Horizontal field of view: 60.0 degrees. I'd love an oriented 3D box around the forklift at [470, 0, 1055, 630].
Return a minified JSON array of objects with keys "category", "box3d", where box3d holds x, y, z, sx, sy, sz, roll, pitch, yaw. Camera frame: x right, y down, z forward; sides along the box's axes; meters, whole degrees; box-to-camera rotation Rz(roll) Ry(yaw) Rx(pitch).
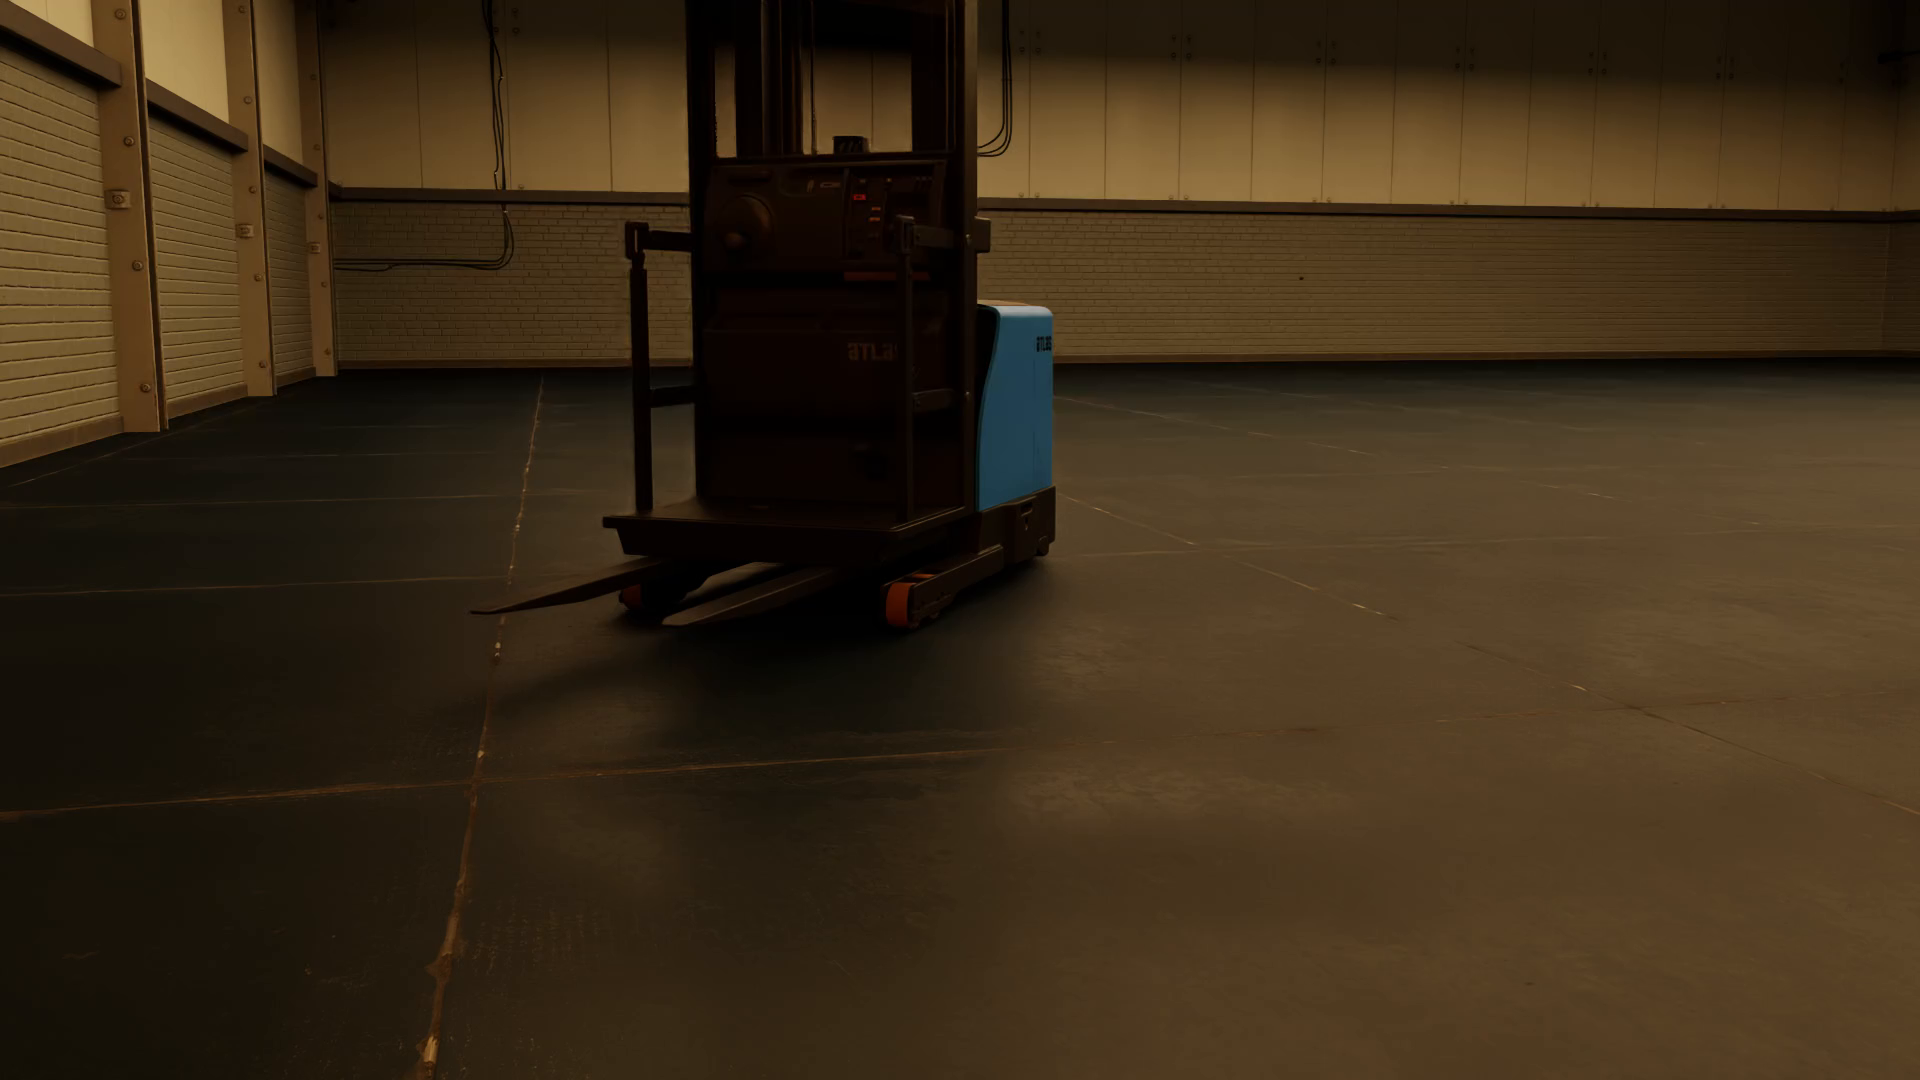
[{"category":"forklift","box3d":[-0.561,-1.213,5.801,1.130,2.935,3.031,3,8,19]}]
